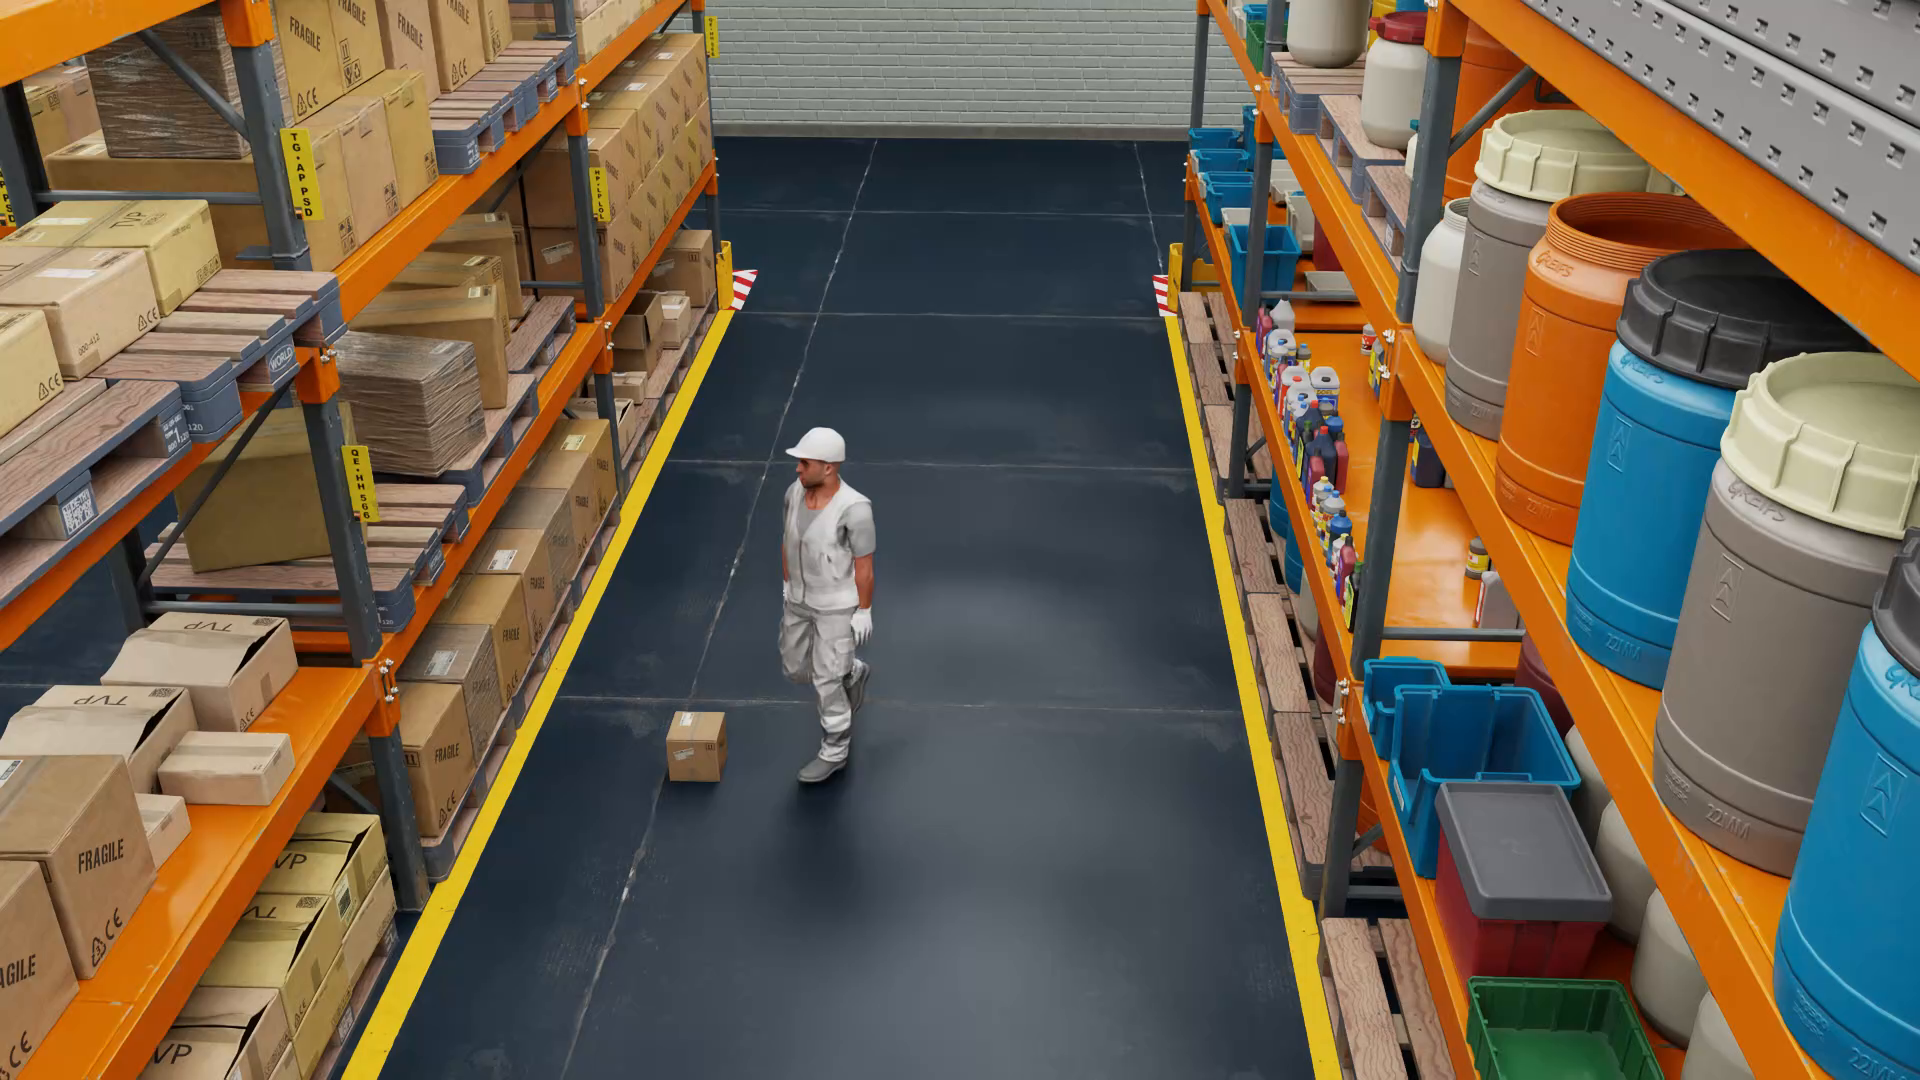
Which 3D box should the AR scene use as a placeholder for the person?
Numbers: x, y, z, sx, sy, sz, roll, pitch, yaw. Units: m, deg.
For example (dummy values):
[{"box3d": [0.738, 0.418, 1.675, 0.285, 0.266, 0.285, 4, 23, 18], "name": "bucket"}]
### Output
[{"box3d": [-0.636, 0.279, 8.049, 0.541, 1.773, 0.709, 20, 34, 33], "name": "person"}]
